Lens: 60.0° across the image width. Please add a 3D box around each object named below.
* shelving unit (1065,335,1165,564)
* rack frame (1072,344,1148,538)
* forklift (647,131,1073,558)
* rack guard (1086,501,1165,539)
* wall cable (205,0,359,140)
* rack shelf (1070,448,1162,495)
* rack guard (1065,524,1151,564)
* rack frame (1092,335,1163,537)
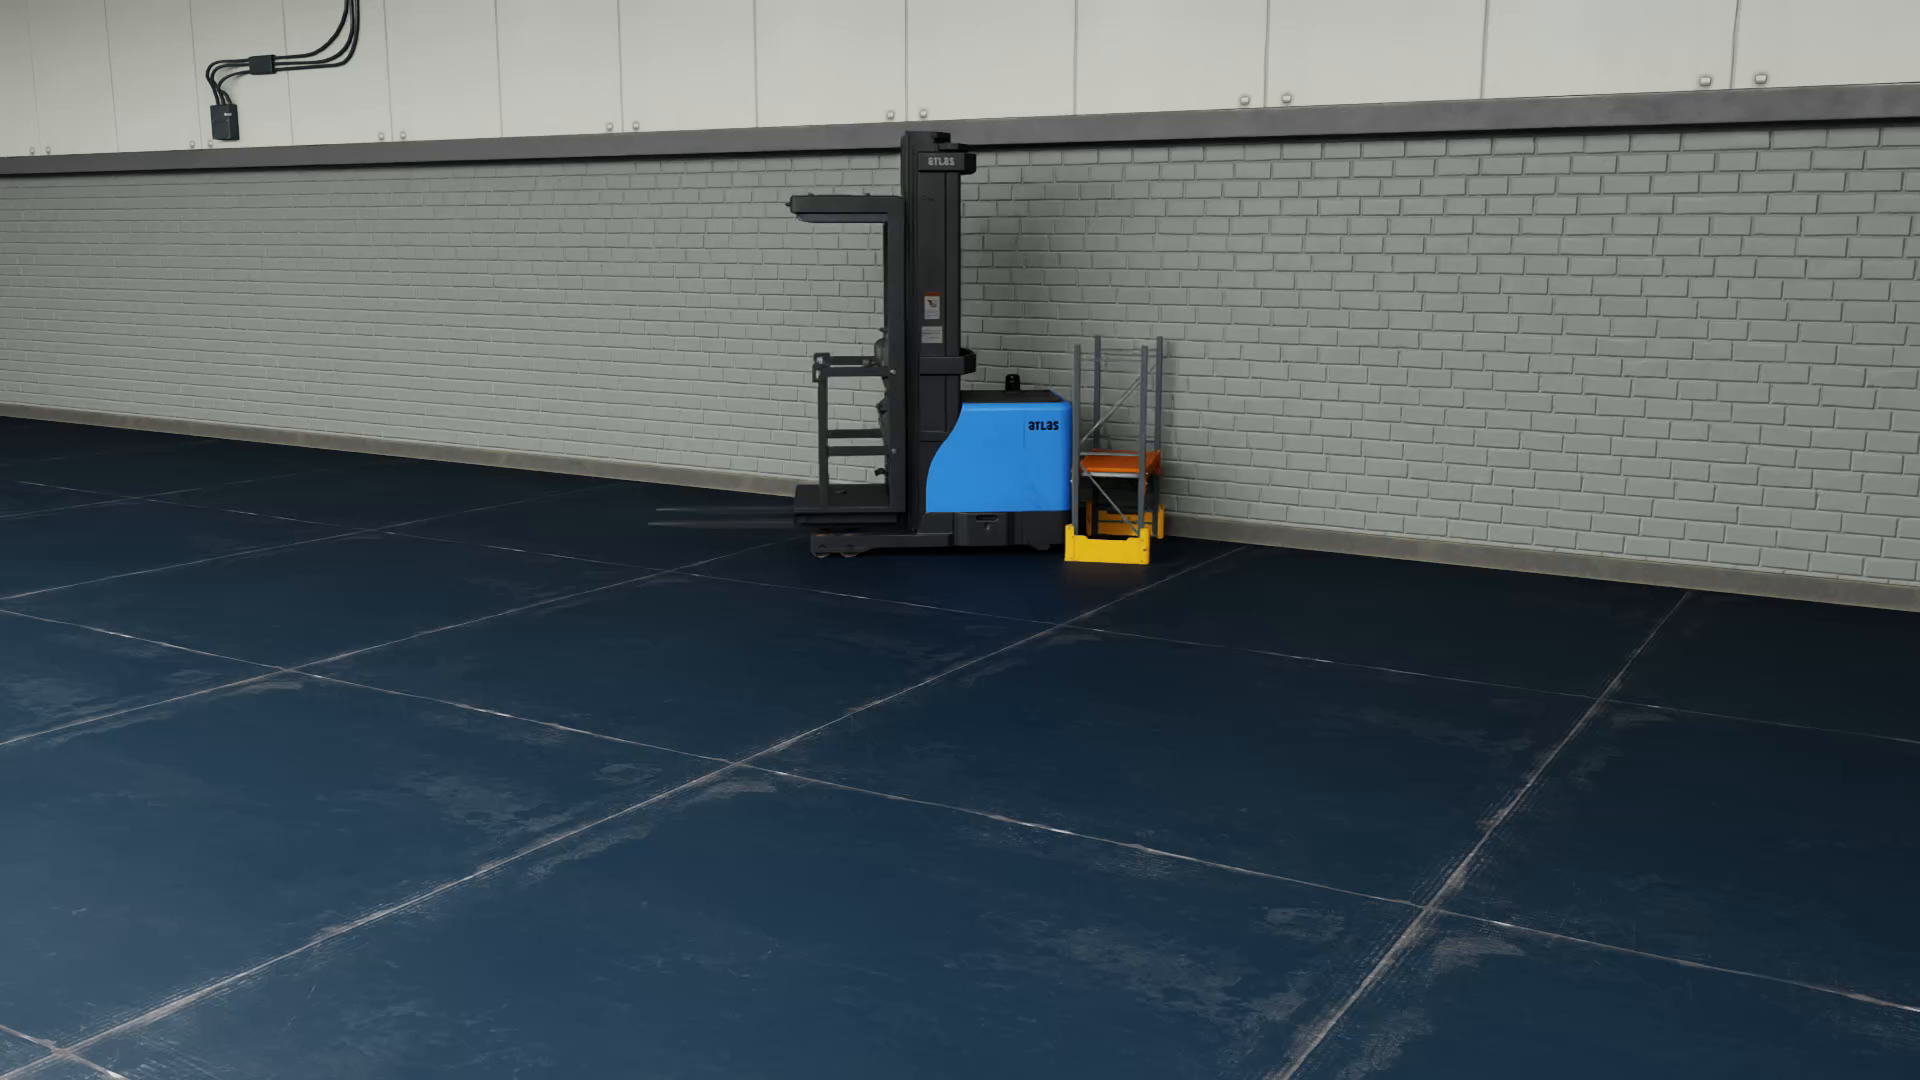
[{"bbox_3d":[1.133,-0.676,11.906,0.587,1.500,1.083,2,11,12],"label":"shelving unit"},{"bbox_3d":[1.025,-0.587,11.427,0.500,1.500,0.032,2,11,12],"label":"rack frame"},{"bbox_3d":[-0.731,-1.416,11.965,3.031,2.935,1.130,-1,11,-4],"label":"forklift"},{"bbox_3d":[1.241,-0.152,12.499,0.587,0.250,0.087,2,11,12],"label":"rack guard"},{"bbox_3d":[-6.867,-7.063,16.398,2.305,6.003,0.169,6,12,31],"label":"wall cable"},{"bbox_3d":[1.135,-0.501,11.948,0.538,0.185,1.000,2,11,12],"label":"rack shelf"},{"bbox_3d":[1.025,0.027,11.543,0.587,0.250,0.087,2,11,12],"label":"rack guard"},{"bbox_3d":[1.245,-0.769,12.403,0.500,1.500,0.032,2,11,12],"label":"rack frame"}]
